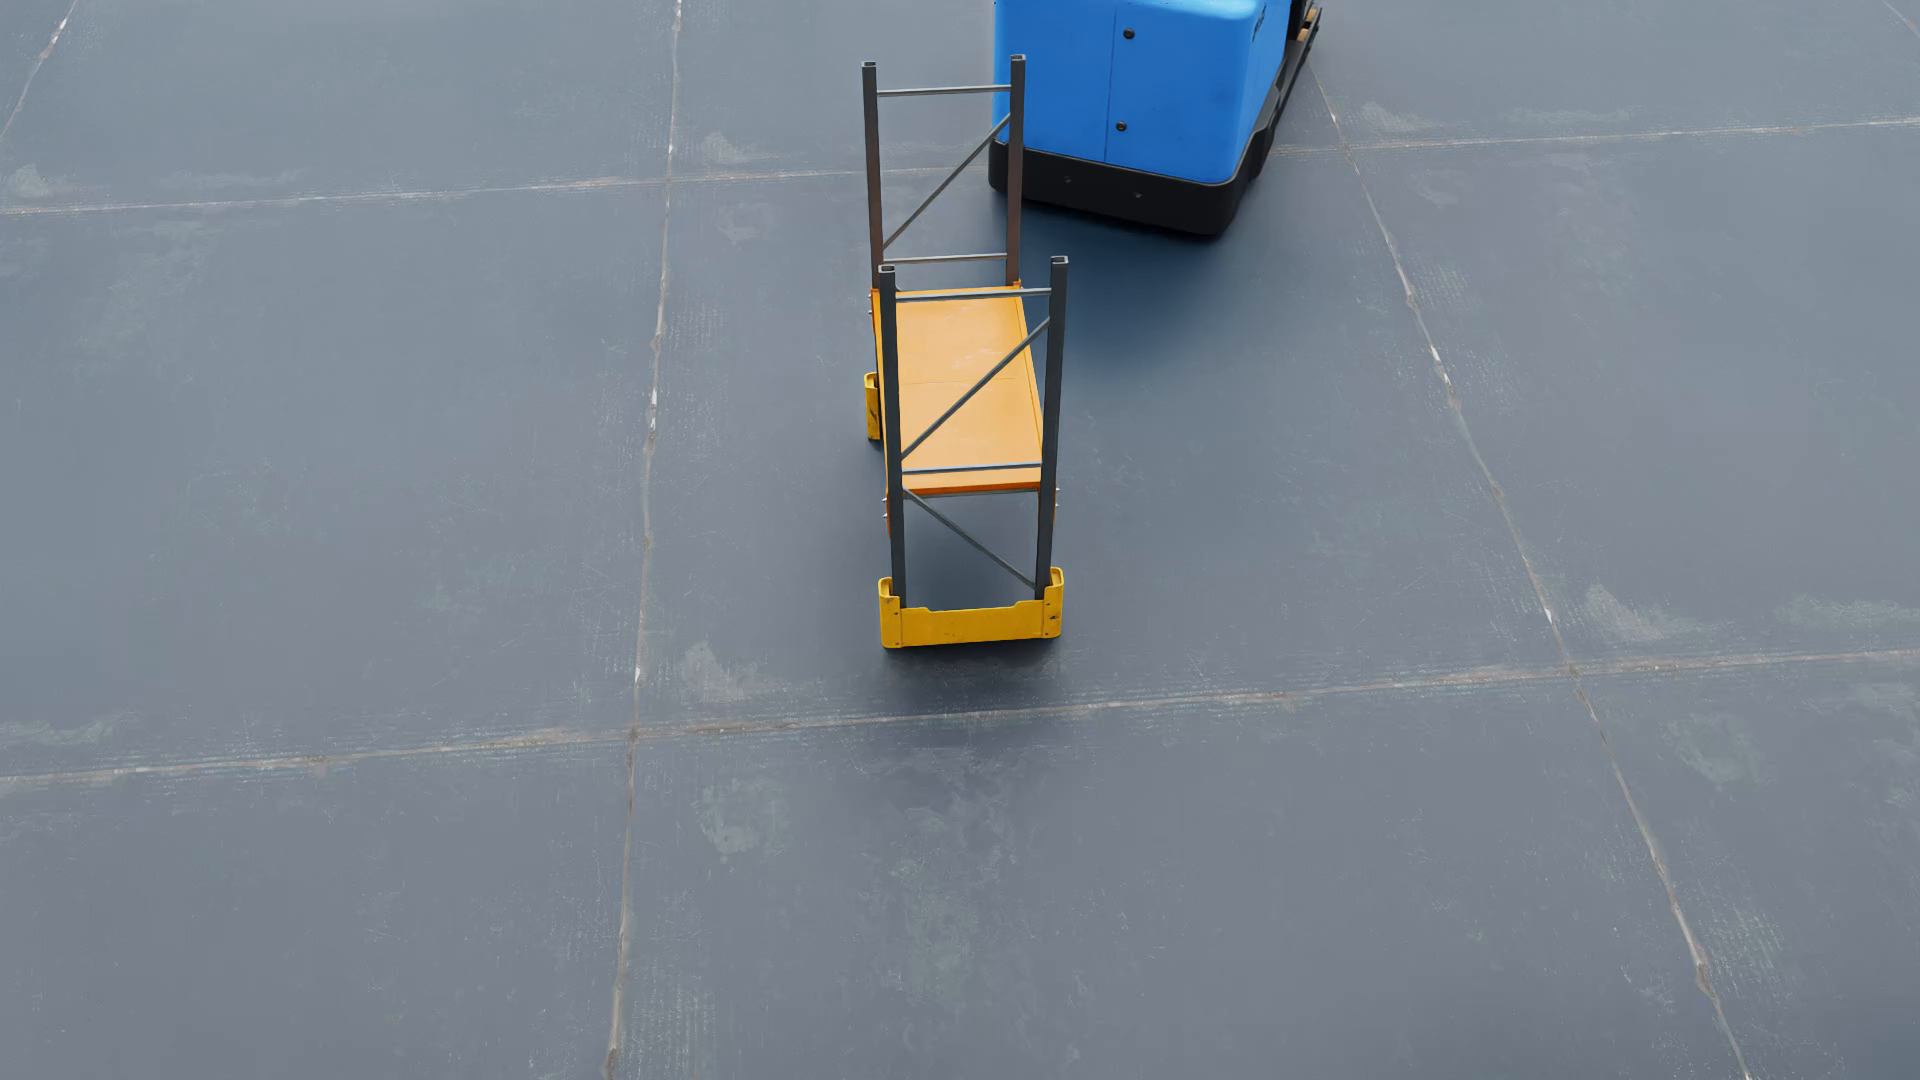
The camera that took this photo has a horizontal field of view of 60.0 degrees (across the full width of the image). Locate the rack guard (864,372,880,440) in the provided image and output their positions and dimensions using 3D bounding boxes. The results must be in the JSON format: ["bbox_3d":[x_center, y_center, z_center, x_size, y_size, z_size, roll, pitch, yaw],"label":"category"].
[{"bbox_3d":[-0.048,-0.501,6.053,0.587,0.250,0.087,-3,47,-3],"label":"rack guard"}]

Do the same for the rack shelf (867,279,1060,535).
[{"bbox_3d":[-0.007,-0.454,5.395,0.538,0.185,1.000,-3,47,-3],"label":"rack shelf"}]

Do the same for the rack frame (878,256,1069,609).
[{"bbox_3d":[0.035,-0.210,4.916,0.500,1.500,0.032,-3,47,-3],"label":"rack frame"}]

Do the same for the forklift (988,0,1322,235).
[{"bbox_3d":[1.096,-3.355,6.909,1.130,2.935,3.031,15,48,13],"label":"forklift"}]

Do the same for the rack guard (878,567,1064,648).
[{"bbox_3d":[0.035,0.219,5.370,0.587,0.250,0.087,-3,47,-3],"label":"rack guard"}]

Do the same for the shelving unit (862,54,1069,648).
[{"bbox_3d":[-0.006,-0.571,5.258,0.587,1.500,1.083,-3,47,-3],"label":"shelving unit"}]

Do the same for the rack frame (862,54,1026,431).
[{"bbox_3d":[-0.050,-0.945,5.612,0.500,1.500,0.032,-3,47,-3],"label":"rack frame"}]
